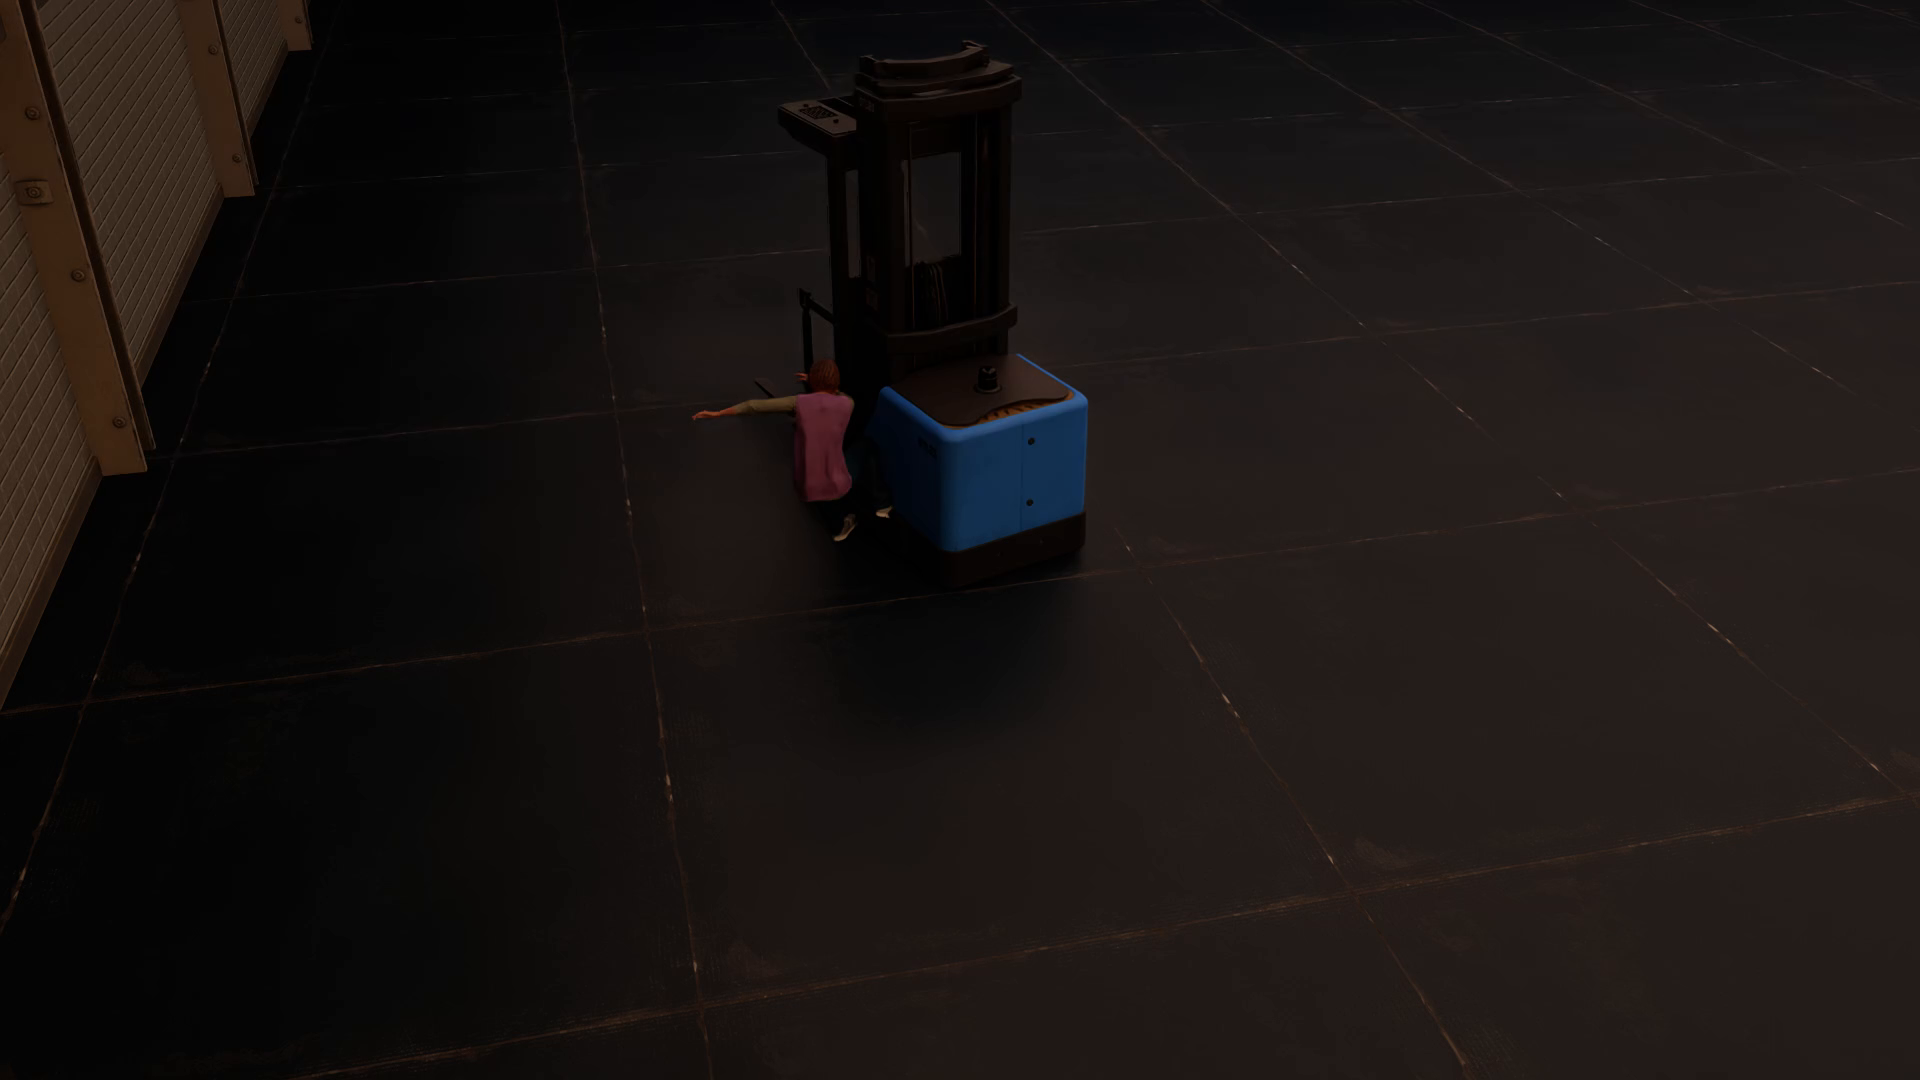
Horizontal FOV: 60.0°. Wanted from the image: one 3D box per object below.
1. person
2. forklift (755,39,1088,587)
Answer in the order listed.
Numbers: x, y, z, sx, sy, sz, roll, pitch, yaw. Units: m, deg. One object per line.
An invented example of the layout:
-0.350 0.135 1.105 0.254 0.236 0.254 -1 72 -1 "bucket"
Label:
-0.939 -0.480 9.915 1.220 1.251 0.638 -2 30 -4 "person"
-0.419 -1.688 10.490 1.130 2.935 3.031 -17 34 -27 "forklift"
